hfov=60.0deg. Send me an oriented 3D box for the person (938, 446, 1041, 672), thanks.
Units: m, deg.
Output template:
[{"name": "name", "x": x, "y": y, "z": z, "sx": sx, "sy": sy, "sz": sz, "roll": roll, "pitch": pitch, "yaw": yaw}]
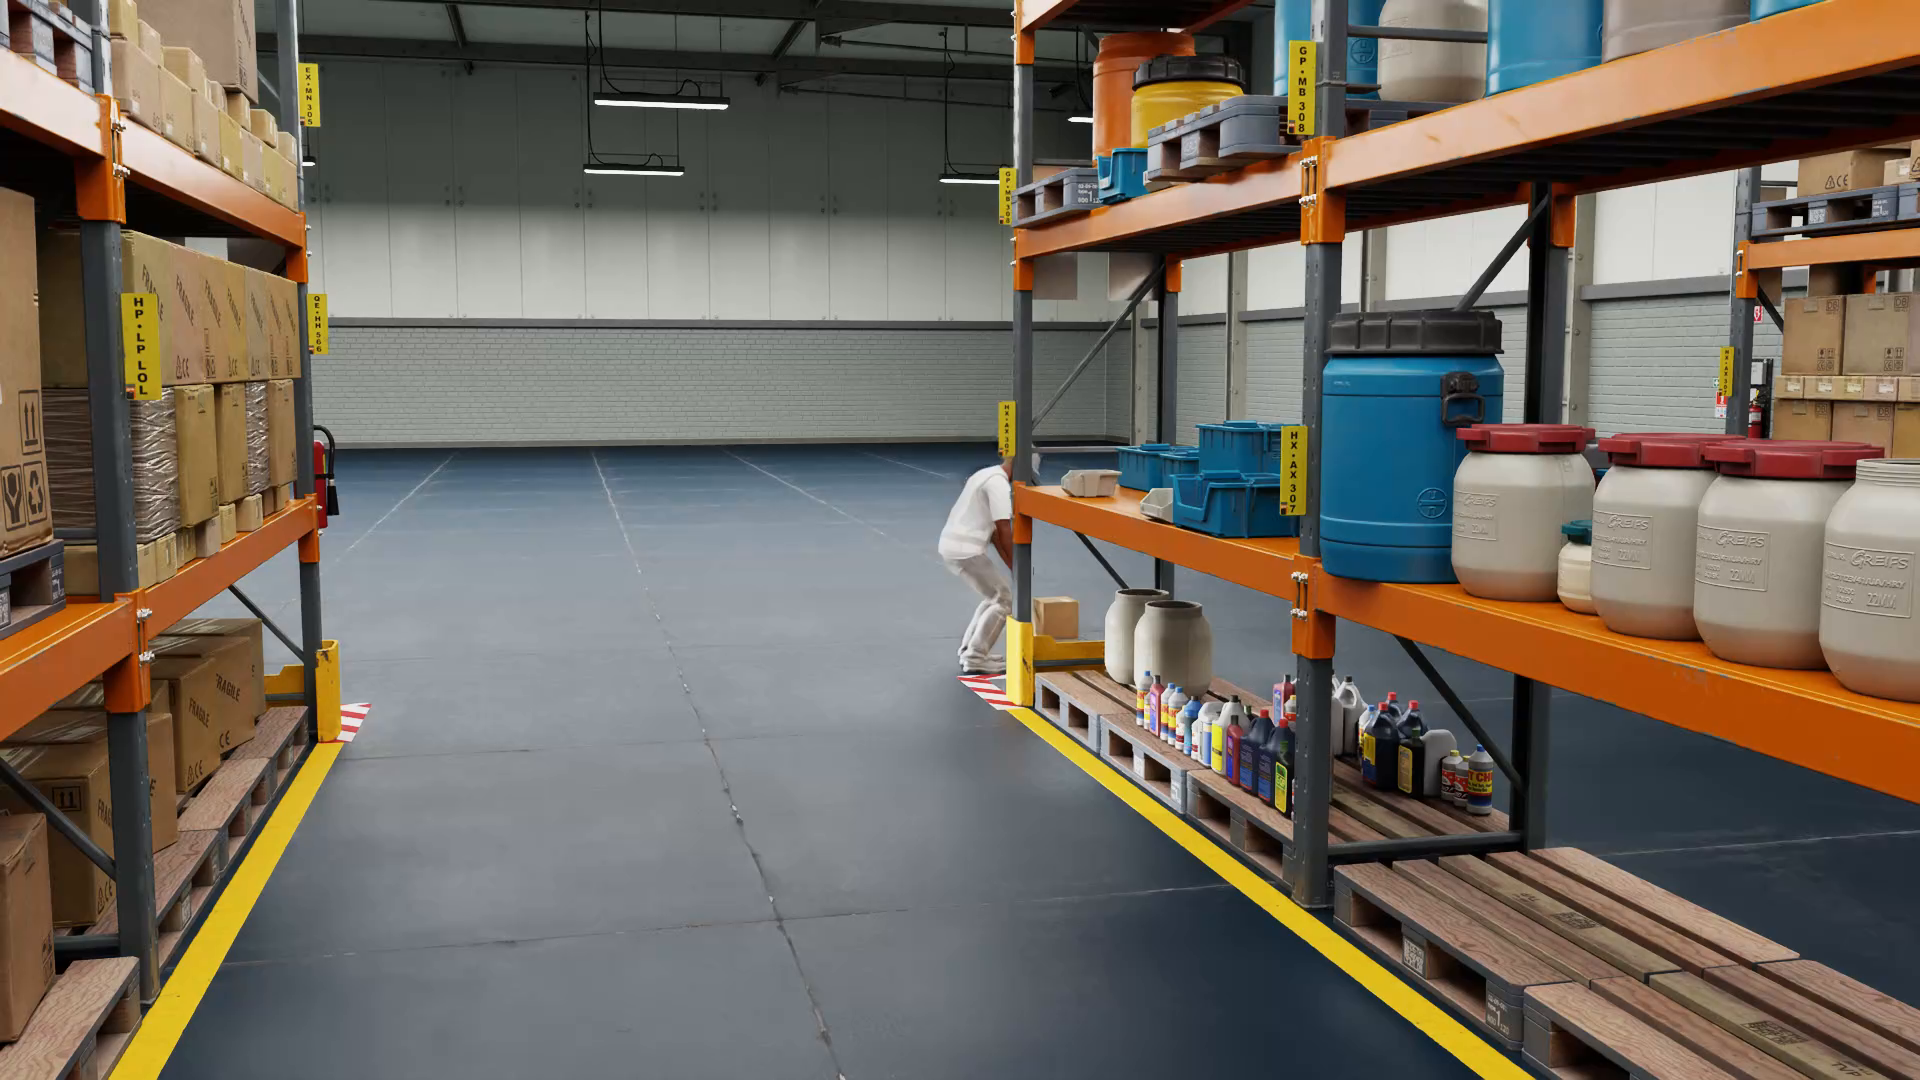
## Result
[{"name": "person", "x": 0.198, "y": 0.097, "z": 11.111, "sx": 0.687, "sy": 1.517, "sz": 0.627, "roll": -1, "pitch": 6, "yaw": -6}]
